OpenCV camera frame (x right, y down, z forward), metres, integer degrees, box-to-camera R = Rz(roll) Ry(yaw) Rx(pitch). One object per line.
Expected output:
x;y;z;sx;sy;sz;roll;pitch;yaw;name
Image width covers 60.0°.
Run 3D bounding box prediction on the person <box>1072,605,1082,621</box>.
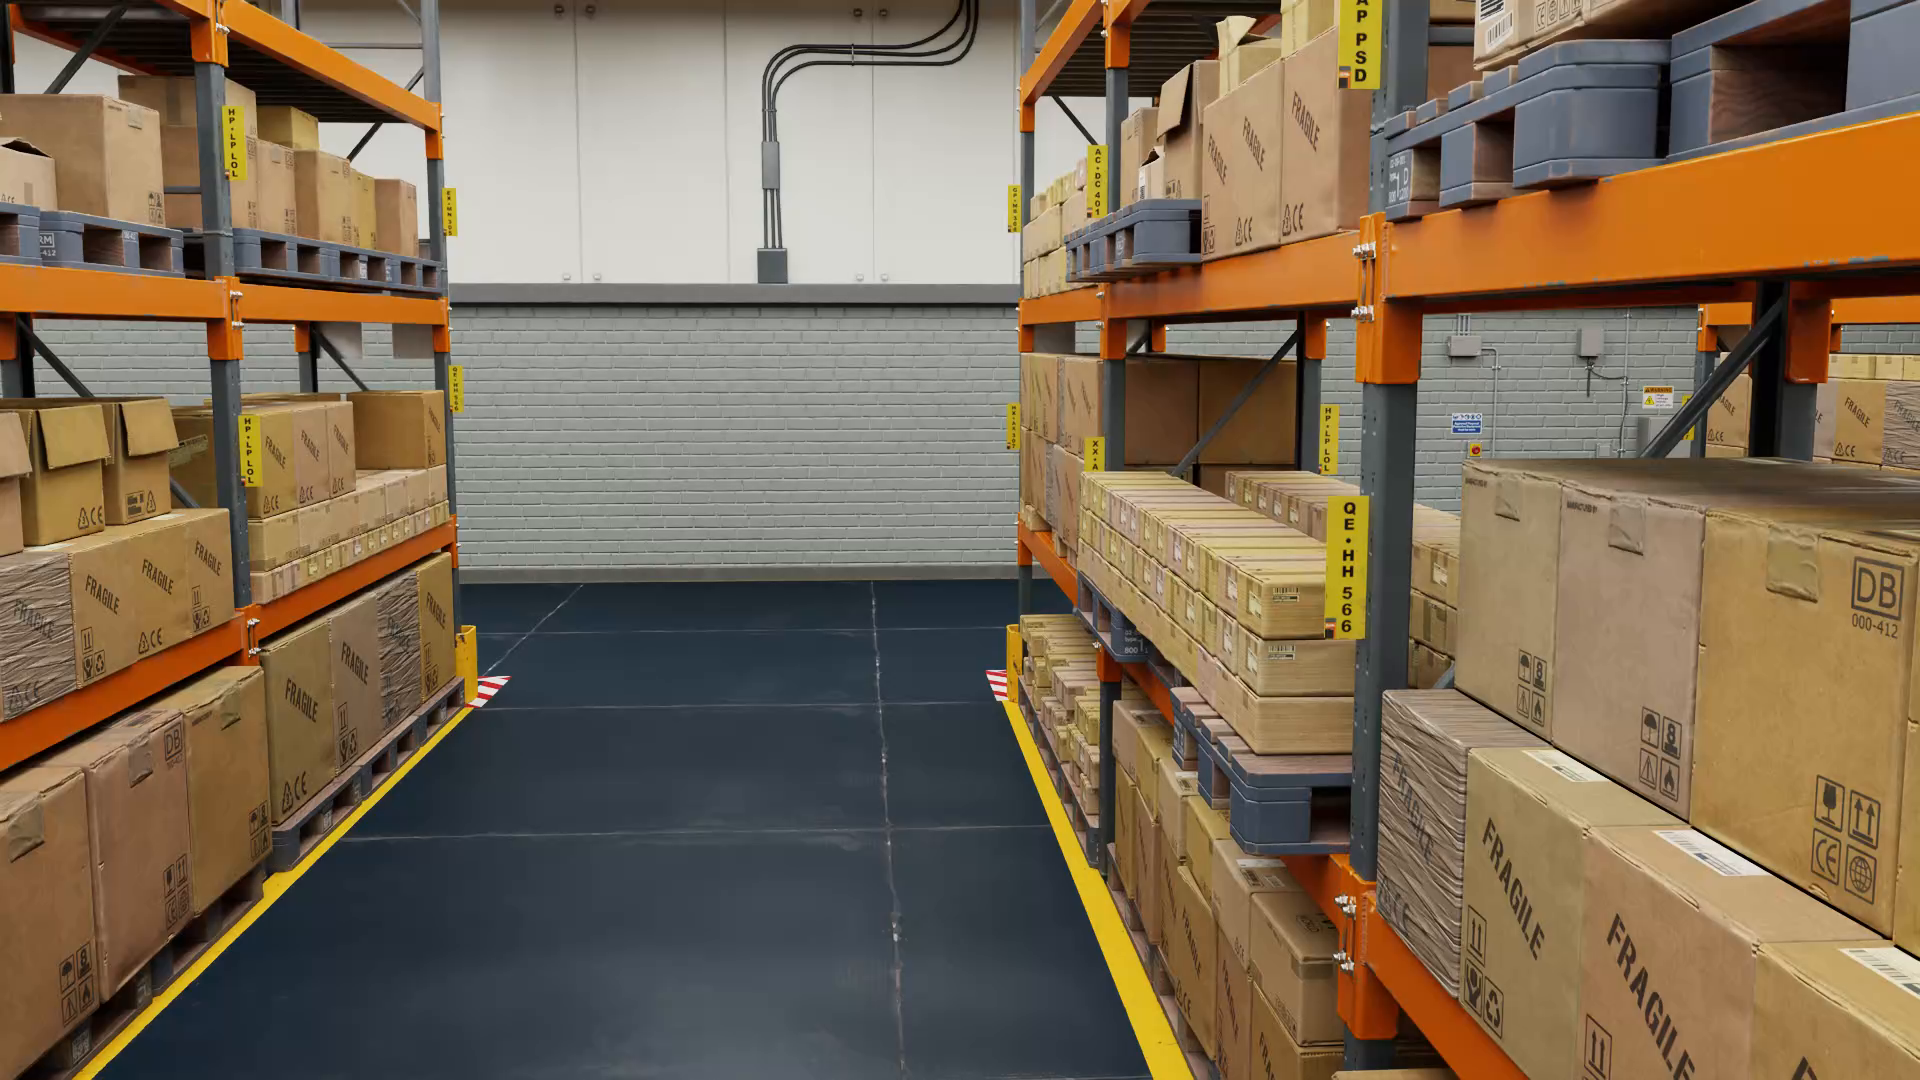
1.140;-0.065;14.792;0.391;1.658;0.509;-1;7;-6;person
